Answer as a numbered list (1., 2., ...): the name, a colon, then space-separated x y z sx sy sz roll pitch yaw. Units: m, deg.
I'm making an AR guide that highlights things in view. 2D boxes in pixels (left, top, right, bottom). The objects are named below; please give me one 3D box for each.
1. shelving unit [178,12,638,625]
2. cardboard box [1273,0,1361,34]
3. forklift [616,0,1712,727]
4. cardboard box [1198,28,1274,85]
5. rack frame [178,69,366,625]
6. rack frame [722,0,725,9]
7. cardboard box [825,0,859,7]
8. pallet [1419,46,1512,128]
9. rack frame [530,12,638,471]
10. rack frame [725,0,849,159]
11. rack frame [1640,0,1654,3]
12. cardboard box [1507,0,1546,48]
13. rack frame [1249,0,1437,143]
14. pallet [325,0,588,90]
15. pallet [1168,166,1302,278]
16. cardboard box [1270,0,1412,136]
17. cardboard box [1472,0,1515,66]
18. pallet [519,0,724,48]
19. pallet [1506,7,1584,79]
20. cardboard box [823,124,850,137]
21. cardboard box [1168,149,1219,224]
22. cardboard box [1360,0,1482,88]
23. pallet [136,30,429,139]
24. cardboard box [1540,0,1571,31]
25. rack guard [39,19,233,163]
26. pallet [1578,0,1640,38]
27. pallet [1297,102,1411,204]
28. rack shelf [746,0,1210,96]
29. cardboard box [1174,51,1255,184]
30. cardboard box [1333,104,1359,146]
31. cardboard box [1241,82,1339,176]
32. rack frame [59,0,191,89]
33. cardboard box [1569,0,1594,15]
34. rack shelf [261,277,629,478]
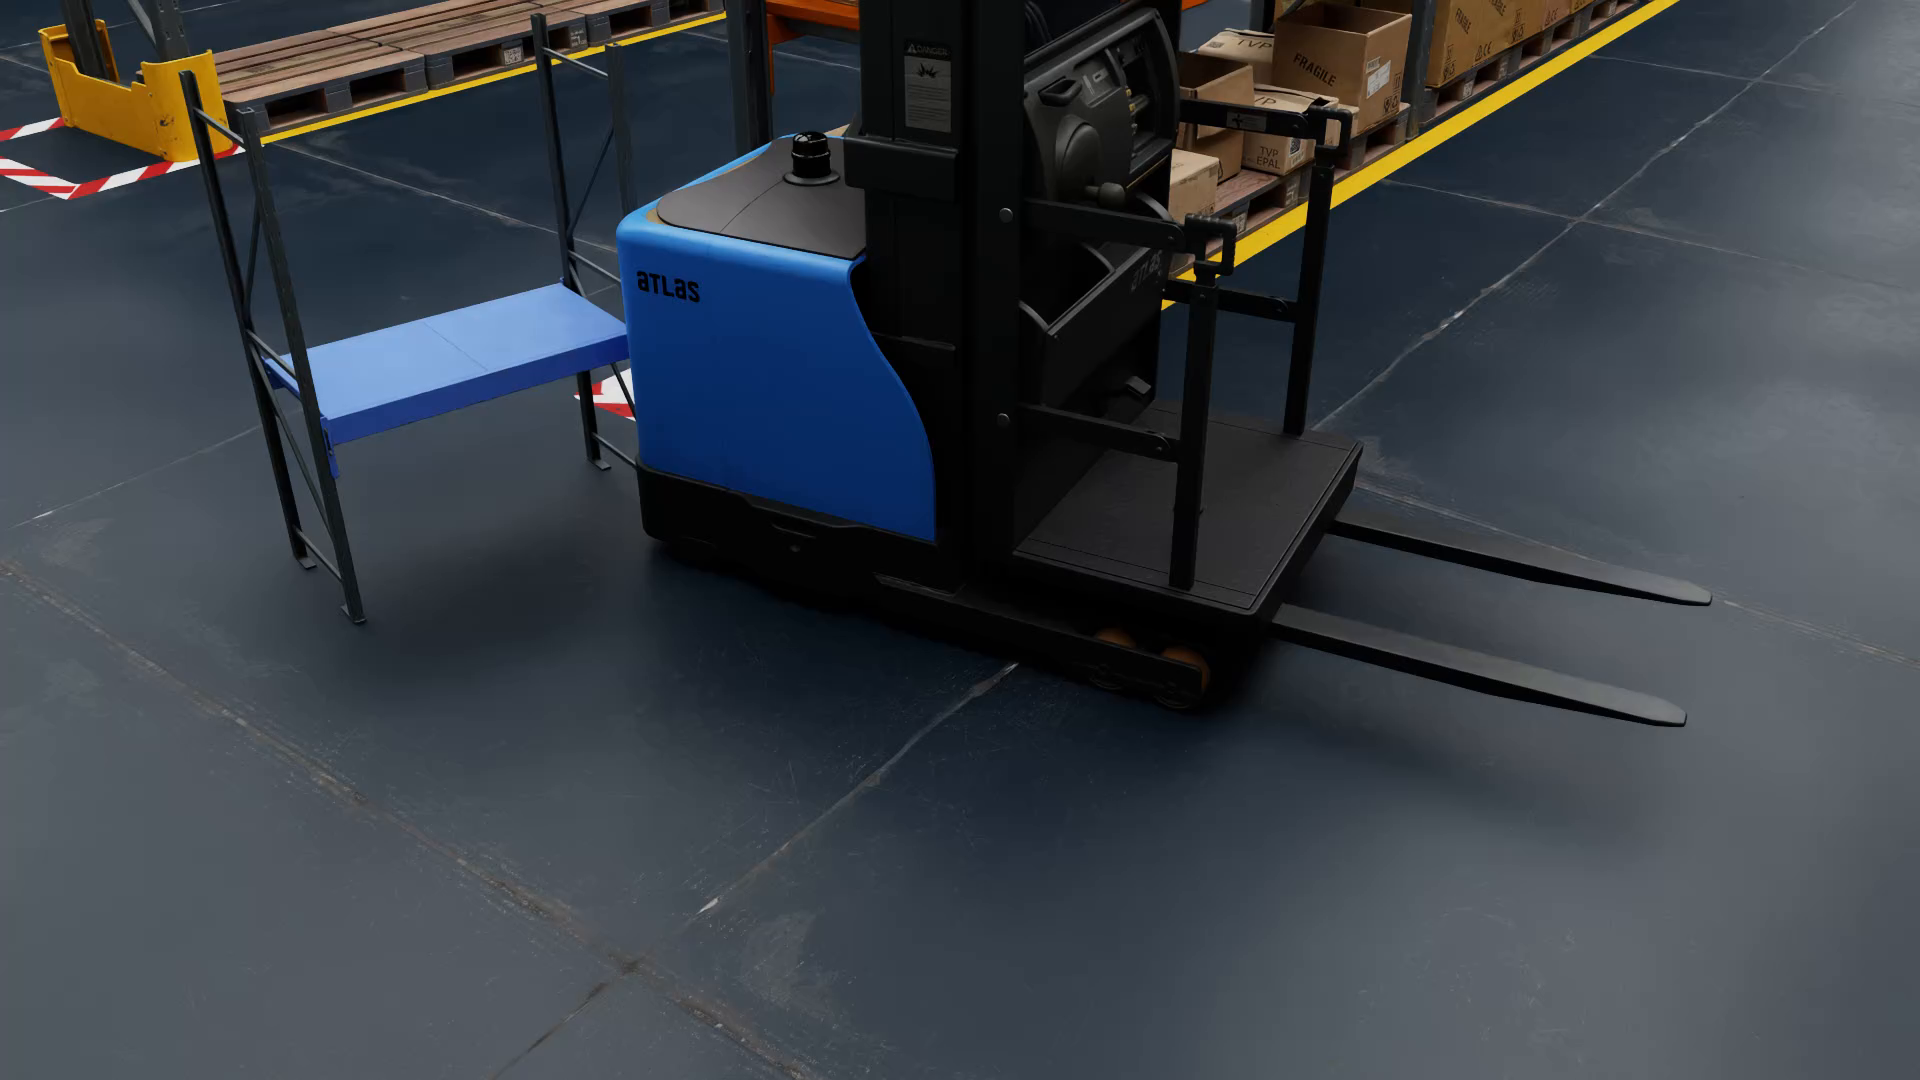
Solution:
1. shelving unit: -1.508 -0.666 4.902 1.048 1.500 0.538 -22 37 -33
2. cardboard box: 2.081 -2.974 9.347 0.500 0.500 0.500 21 37 31
3. forklift: 0.563 -1.116 4.259 3.031 2.935 1.130 14 34 23
4. cardboard box: 1.586 -2.500 8.732 0.500 0.311 0.500 21 37 31
5. rack frame: -1.902 -0.502 4.627 0.032 1.500 0.500 -22 37 -33
6. rack frame: -1.935 -5.098 10.909 1.000 3.000 0.127 21 37 31
7. cardboard box: -0.349 -2.255 6.014 0.500 0.500 0.500 22 37 33
8. pallet: 2.473 -2.714 9.623 1.003 0.211 1.213 21 37 31
9. rack frame: -1.113 -0.829 5.178 0.032 1.500 0.500 -22 37 -33
10. rack frame: -0.403 -1.946 5.591 1.000 3.000 0.127 21 37 31
11. rack frame: 4.426 -5.198 11.078 1.000 3.000 0.127 21 37 31
12. cardboard box: 3.119 -3.228 9.775 0.500 0.500 0.500 22 37 32
13. rack frame: 2.012 -3.572 8.335 1.000 3.000 0.127 21 37 31
14. pallet: -3.084 -3.089 10.255 1.003 0.211 1.213 21 37 31
15. pallet: 0.861 -1.595 7.735 1.003 0.211 1.213 21 37 31
16. cardboard box: 1.894 -2.367 8.322 0.500 0.500 0.500 21 37 31
17. cardboard box: 2.811 -3.027 9.437 0.500 0.500 0.500 22 37 32
18. pallet: -2.348 -3.587 11.096 1.003 0.211 1.213 21 37 31
19. pallet: 3.209 -3.212 10.463 1.003 0.211 1.213 21 37 31
20. cardboard box: -0.271 -1.357 6.617 0.500 0.500 0.500 21 37 31
21. cardboard box: 0.755 -1.492 7.091 0.500 0.250 0.500 21 37 31
22. cardboard box: 2.498 -2.807 9.065 0.500 0.500 0.500 19 36 29
23. pallet: -3.821 -2.595 9.422 1.003 0.211 1.213 21 37 31
24. cardboard box: 3.425 -3.434 10.122 0.500 0.500 0.500 20 36 30
25. rack guard: -4.354 -2.383 8.780 1.175 0.500 0.348 21 37 31
26. pallet: 3.946 -3.706 11.296 1.003 0.211 1.213 21 37 31
27. pallet: 1.597 -2.093 8.575 1.003 0.211 1.213 21 37 31
28. rack shelf: 0.805 -2.449 7.146 1.077 0.370 4.000 21 37 31
29. cardboard box: 0.882 -1.922 7.568 0.797 0.503 0.637 21 37 31
30. cardboard box: 1.716 -2.045 8.123 0.380 0.149 0.250 21 37 31
31. cardboard box: 1.441 -1.980 7.855 0.500 0.311 0.500 21 37 31
32. rack frame: -4.350 -3.472 8.166 1.000 3.000 0.127 21 37 31
33. cardboard box: 3.736 -3.649 10.485 0.500 0.500 0.500 20 36 30
34. rack shelf: -1.508 -0.511 4.994 1.000 0.185 0.538 -22 37 -33
